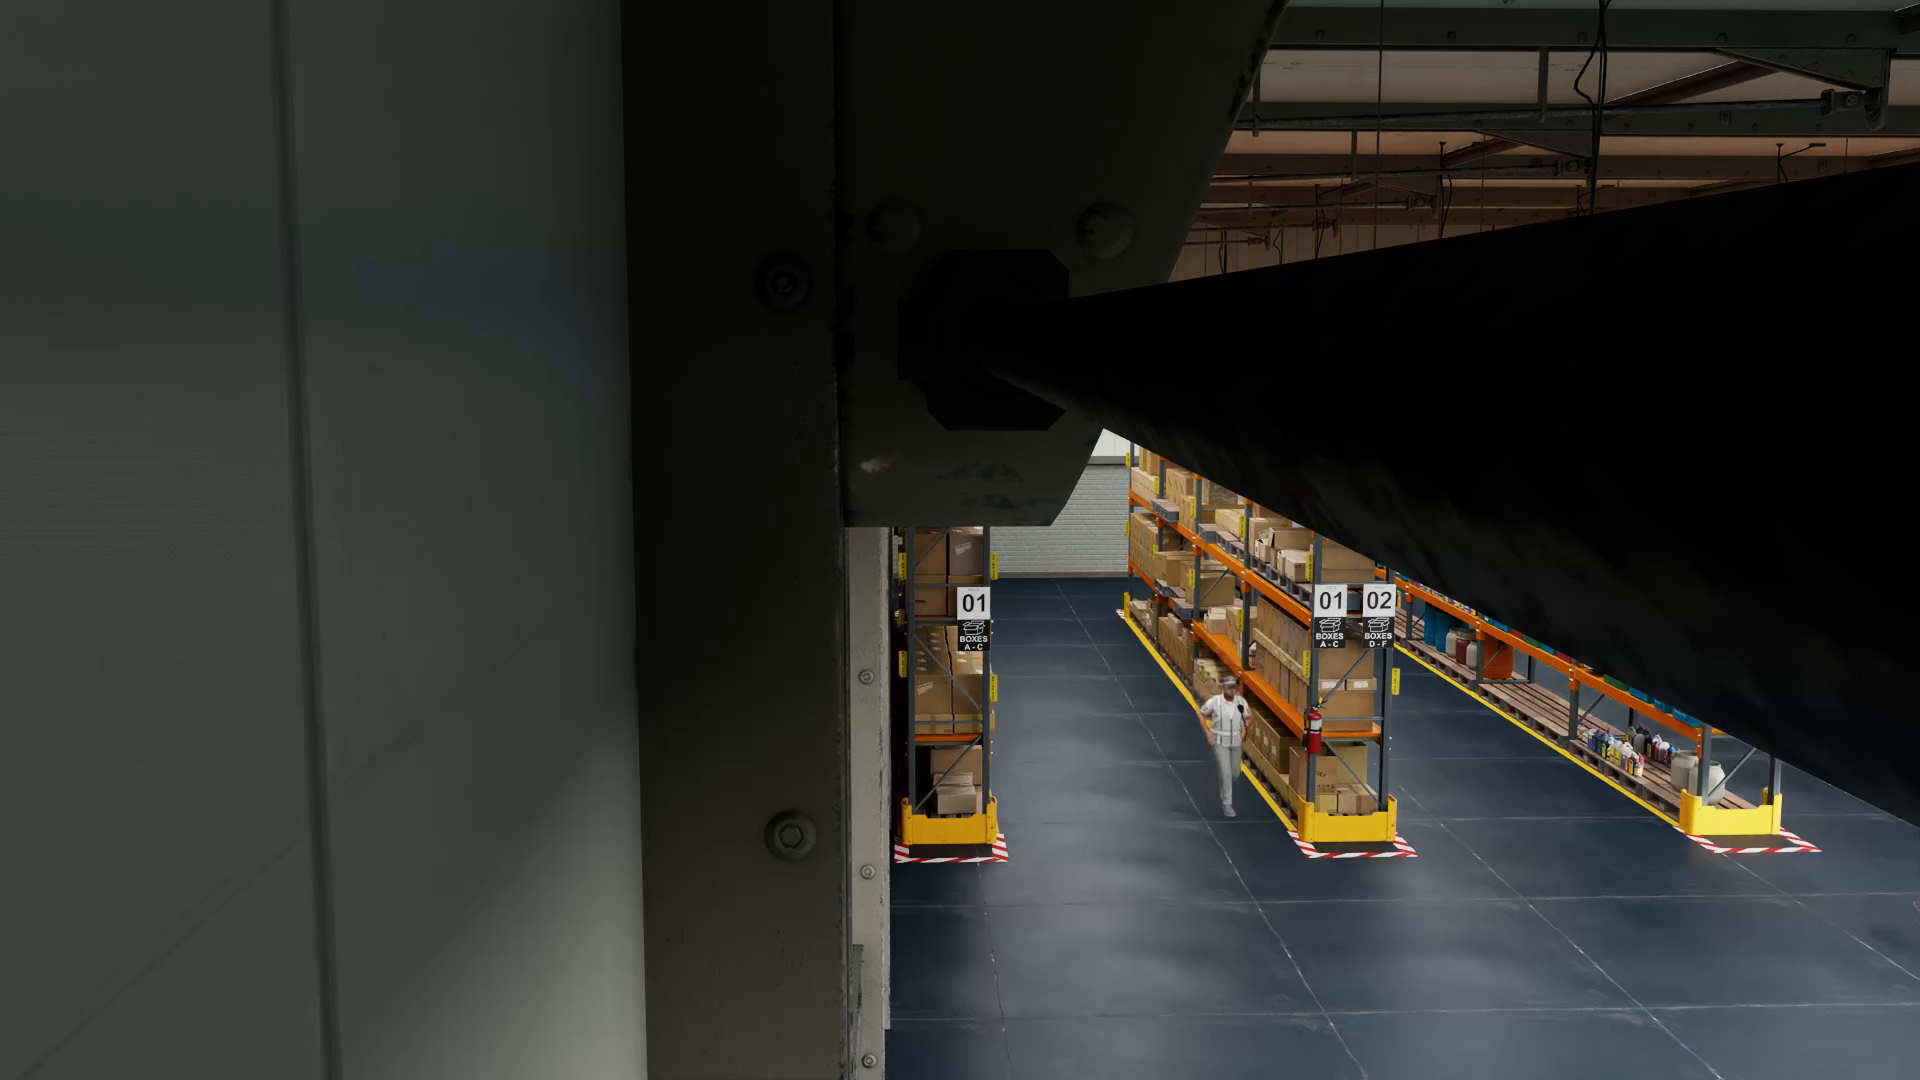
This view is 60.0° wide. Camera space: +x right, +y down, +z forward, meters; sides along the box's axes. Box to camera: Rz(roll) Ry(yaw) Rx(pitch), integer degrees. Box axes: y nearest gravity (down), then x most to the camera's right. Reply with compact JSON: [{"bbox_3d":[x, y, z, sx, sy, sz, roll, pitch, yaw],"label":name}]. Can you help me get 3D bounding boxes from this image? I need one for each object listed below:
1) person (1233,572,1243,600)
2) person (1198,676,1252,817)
[{"bbox_3d":[6.048,0.853,35.995,0.785,1.825,0.800,-2,8,-16],"label":"person"},{"bbox_3d":[3.435,2.600,21.436,0.684,1.774,0.858,-1,7,-10],"label":"person"}]
